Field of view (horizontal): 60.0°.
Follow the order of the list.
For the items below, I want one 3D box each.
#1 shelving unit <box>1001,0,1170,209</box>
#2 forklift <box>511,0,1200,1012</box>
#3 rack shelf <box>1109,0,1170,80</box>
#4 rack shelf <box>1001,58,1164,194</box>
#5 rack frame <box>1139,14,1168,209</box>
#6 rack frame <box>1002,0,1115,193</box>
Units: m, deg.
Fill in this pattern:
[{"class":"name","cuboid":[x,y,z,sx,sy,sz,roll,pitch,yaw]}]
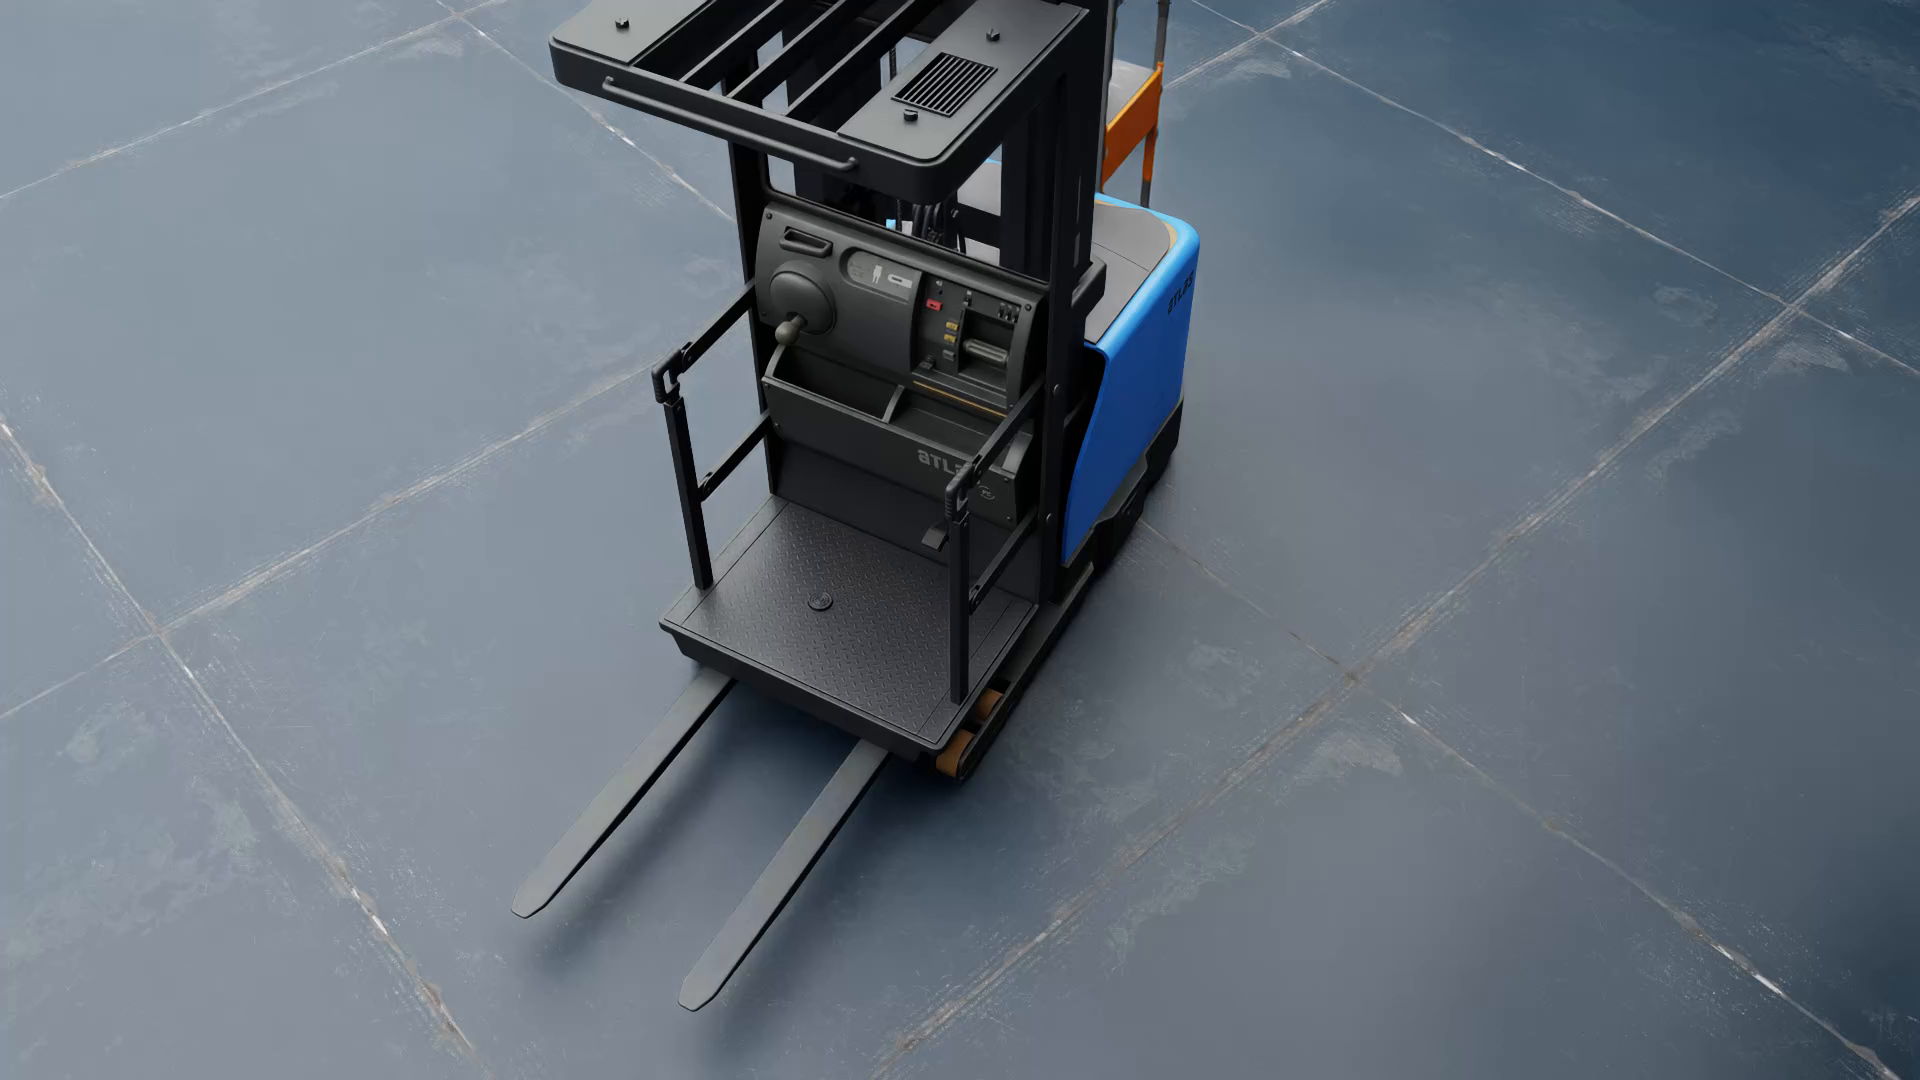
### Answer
[{"class":"shelving unit","cuboid":[0.452,-1.508,6.211,0.431,2.100,0.503,22,51,19]},{"class":"forklift","cuboid":[-0.304,-0.595,4.805,1.130,2.935,3.031,22,51,19]},{"class":"rack shelf","cuboid":[0.453,-1.975,5.708,0.431,0.518,0.480,22,51,19]},{"class":"rack shelf","cuboid":[0.452,-1.499,6.221,0.431,0.518,0.480,22,51,19]},{"class":"rack frame","cuboid":[0.571,-1.664,6.356,0.400,2.100,0.015,22,51,19]},{"class":"rack frame","cuboid":[0.333,-1.352,6.066,0.400,2.100,0.015,22,51,19]}]
